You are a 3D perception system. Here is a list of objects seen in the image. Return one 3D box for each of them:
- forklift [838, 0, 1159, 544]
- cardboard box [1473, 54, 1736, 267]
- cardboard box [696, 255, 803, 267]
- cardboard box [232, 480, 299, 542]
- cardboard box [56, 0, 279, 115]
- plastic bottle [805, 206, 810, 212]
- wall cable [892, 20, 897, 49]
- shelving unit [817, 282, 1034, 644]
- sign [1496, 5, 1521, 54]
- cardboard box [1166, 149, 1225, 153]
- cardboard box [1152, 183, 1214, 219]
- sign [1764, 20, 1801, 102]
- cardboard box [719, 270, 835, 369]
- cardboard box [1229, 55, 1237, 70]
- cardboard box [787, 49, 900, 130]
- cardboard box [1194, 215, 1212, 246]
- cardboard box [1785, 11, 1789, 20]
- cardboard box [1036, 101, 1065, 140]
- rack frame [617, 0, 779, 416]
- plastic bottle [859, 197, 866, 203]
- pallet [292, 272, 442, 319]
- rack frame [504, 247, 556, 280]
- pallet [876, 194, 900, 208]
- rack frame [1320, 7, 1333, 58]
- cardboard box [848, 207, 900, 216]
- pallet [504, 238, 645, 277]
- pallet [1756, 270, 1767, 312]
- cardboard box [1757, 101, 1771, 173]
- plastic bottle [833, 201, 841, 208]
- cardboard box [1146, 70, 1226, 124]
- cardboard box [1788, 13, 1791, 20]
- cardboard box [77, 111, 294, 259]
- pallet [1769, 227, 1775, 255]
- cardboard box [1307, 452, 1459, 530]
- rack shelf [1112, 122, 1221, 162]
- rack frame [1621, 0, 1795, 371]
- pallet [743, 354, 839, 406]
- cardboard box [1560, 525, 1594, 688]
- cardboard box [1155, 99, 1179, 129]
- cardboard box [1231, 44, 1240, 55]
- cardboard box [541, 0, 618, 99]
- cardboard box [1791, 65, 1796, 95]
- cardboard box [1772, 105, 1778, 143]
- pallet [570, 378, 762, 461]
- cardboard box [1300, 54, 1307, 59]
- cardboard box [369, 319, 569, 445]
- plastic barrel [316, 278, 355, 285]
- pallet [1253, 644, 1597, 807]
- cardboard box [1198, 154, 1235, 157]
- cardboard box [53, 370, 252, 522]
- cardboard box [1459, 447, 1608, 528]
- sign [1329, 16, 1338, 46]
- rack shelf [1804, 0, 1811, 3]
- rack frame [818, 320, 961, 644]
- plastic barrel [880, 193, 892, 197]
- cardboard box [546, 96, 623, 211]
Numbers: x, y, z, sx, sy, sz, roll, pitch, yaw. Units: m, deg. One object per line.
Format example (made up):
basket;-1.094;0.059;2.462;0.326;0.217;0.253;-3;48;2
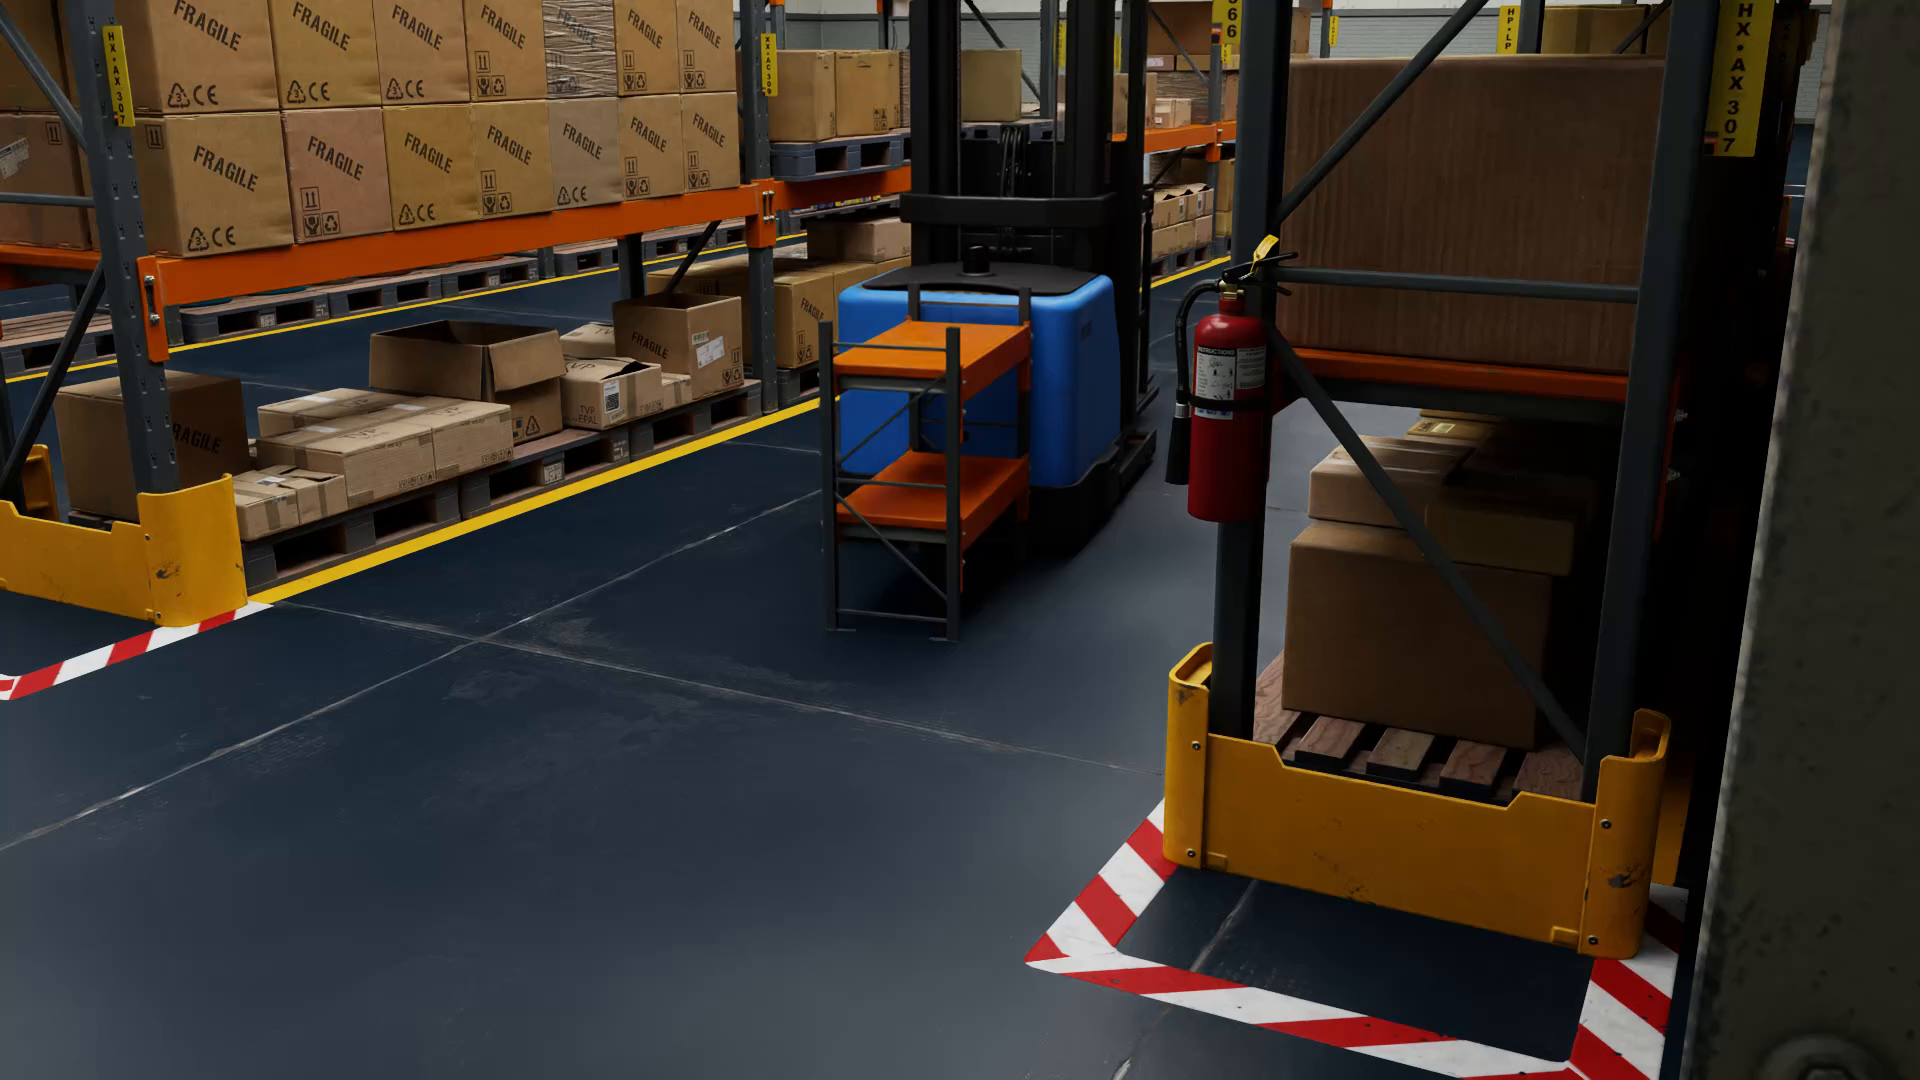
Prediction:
forklift;0.374;-1.768;7.938;1.130;2.935;3.031;5;17;15
cardboard box;2.318;-1.423;6.128;0.980;0.700;0.700;8;18;24
cardboard box;-1.335;-1.529;10.631;0.500;0.500;0.500;8;18;26
cardboard box;-2.820;-0.118;6.496;0.380;0.149;0.250;8;18;25
cardboard box;-2.880;-1.817;6.052;0.500;0.500;0.500;9;19;27
plastic bottle;-1.757;-3.845;18.953;0.097;0.201;0.097;0;17;0
wall cable;-3.546;-17.987;57.341;3.097;2.526;0.112;8;18;25
shelving unit;-0.104;-0.333;6.279;0.538;1.125;1.048;5;17;15
sign;2.416;-2.184;7.323;0.100;0.325;0.005;8;18;25
cardboard box;2.513;-3.910;17.803;0.500;0.500;0.500;8;18;25
cardboard box;2.123;-3.280;16.014;0.500;0.311;0.500;8;18;25
sign;3.403;-1.983;6.882;0.100;0.325;0.005;8;18;25
cardboard box;-1.093;-1.334;9.975;0.500;0.500;0.500;7;18;23
cardboard box;2.567;-4.800;16.710;0.380;0.149;0.250;8;18;24
cardboard box;-0.793;-2.937;10.839;0.700;0.500;0.500;3;17;11
cardboard box;2.122;-3.008;16.084;0.500;0.250;0.500;8;18;25
cardboard box;4.256;-2.768;9.136;0.500;0.250;0.500;8;18;24
cardboard box;0.833;-3.409;13.498;0.500;0.311;0.500;8;18;25
rack frame;-1.527;-2.229;9.371;1.000;3.000;0.127;8;18;25
plastic bottle;-1.222;-4.203;20.026;0.152;0.276;0.135;8;18;24
pallet;-5.031;-2.027;13.587;1.003;0.211;1.213;8;18;25
rack frame;-4.169;-3.879;14.927;1.000;3.000;0.127;8;18;25
pallet;-0.954;-4.349;21.405;1.003;0.211;1.213;8;18;25
rack frame;3.835;-5.286;19.662;1.000;3.000;0.127;8;18;25
cardboard box;-0.422;-2.076;11.156;0.500;0.250;0.500;8;18;24
pallet;-3.788;-2.735;15.971;1.003;0.211;1.213;8;18;25
pallet;6.134;-2.103;13.842;1.003;0.211;1.213;8;18;25
cardboard box;3.572;-2.019;7.931;0.500;0.500;0.500;8;18;26
plastic bottle;-1.455;-4.045;19.481;0.061;0.283;0.133;9;19;28
cardboard box;2.240;-4.429;16.601;0.700;0.500;0.500;8;18;24
cardboard box;4.488;-2.899;9.574;0.500;0.250;0.500;7;18;24
cardboard box;-2.880;-1.338;6.194;0.500;0.500;0.500;9;19;27
pallet;7.840;-3.098;17.194;1.003;0.211;1.213;8;18;25
cardboard box;1.237;-0.142;4.857;0.380;0.149;0.250;8;18;25
rack shelf;1.154;-3.413;14.619;1.077;0.370;4.000;8;18;25
rack frame;4.694;-2.619;10.683;1.000;3.000;0.127;8;18;25
pallet;-1.197;-1.105;10.482;1.003;0.211;1.213;8;18;25
cardboard box;1.566;0.097;5.191;0.700;0.500;0.500;8;18;25
cardboard box;1.819;-3.955;15.419;0.396;0.266;0.258;8;18;24
cardboard box;2.465;-5.180;16.850;0.700;0.500;0.500;8;18;25
cardboard box;-1.973;-2.336;7.798;0.500;0.500;0.500;8;18;26
cardboard box;8.248;-4.807;16.960;0.500;0.500;0.500;8;18;25
cardboard box;4.482;-2.538;9.679;0.500;0.500;0.500;8;18;25
pallet;-1.835;-0.718;9.180;1.003;0.211;1.213;8;18;25
cardboard box;3.719;-5.457;18.921;0.380;0.149;0.250;9;19;27
cardboard box;-2.362;-0.764;8.051;0.797;0.503;0.637;8;18;25
plastic barrel;-5.050;-2.319;13.303;0.421;0.512;0.421;0;17;0
pallet;1.406;0.542;4.939;1.003;0.211;1.213;8;18;25
cardboard box;2.751;-3.717;17.153;0.500;0.500;0.500;8;18;25
cardboard box;-3.292;-0.393;6.806;0.500;0.500;0.500;8;18;25
cardboard box;1.691;-0.158;4.911;0.380;0.149;0.250;8;18;26
sign;4.314;-5.882;19.219;0.100;0.325;0.005;8;18;25
rack shelf;7.375;-5.240;15.504;1.077;0.370;4.000;8;18;25
rack frame;-0.243;-0.194;5.810;0.500;1.125;0.032;5;17;15
plastic barrel;-1.044;-4.621;21.055;0.421;0.512;0.421;0;17;0
cardboard box;-1.977;-1.855;7.934;0.500;0.500;0.500;9;19;27
